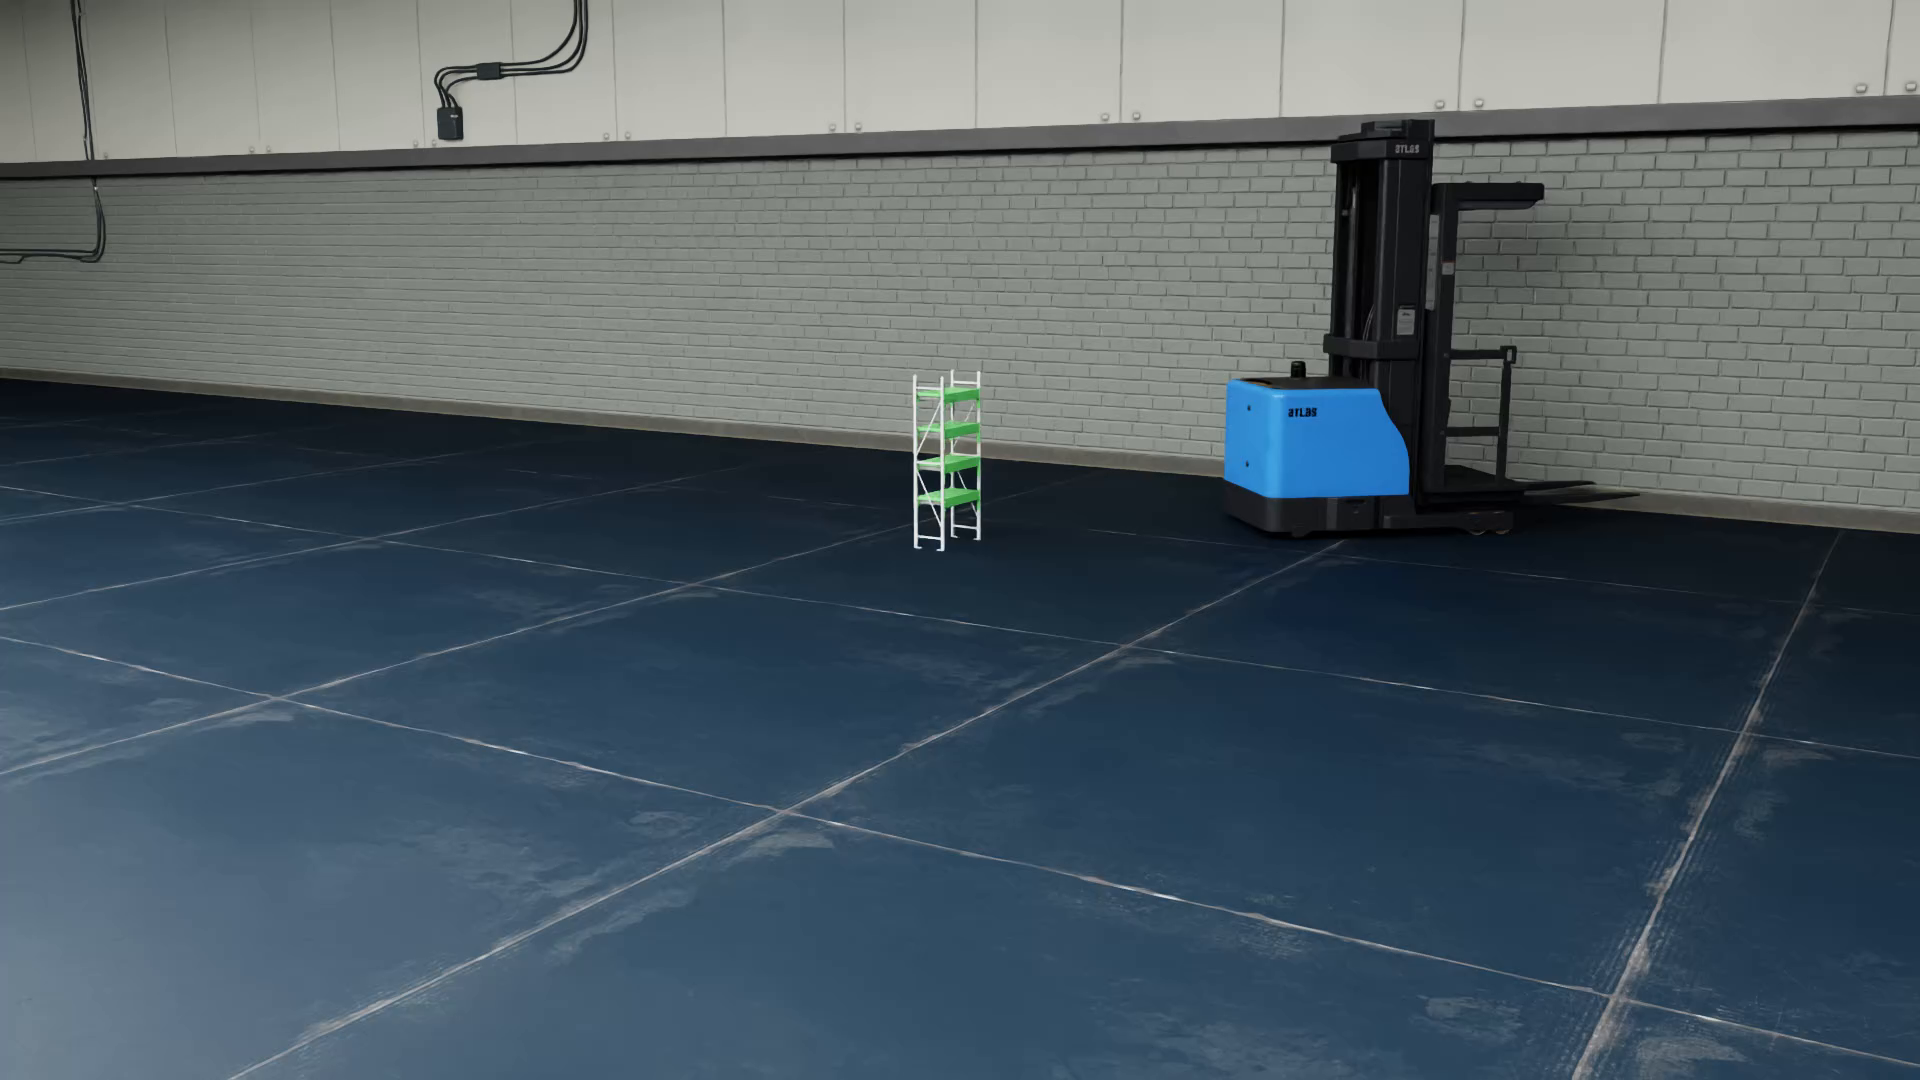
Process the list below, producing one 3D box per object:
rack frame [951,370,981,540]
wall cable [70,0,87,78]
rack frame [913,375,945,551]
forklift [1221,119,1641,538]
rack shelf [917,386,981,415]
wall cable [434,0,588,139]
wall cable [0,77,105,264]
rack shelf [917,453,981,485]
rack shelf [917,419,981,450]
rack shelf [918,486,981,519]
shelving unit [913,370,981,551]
[{"bbox_3d":[0.041,-0.602,11.824,0.240,1.200,0.015,6,12,31],"label":"rack frame"},{"bbox_3d":[-10.804,-7.403,21.669,3.097,2.526,0.112,6,12,31],"label":"wall cable"},{"bbox_3d":[-0.213,-0.525,11.414,0.240,1.200,0.015,6,12,31],"label":"rack frame"},{"bbox_3d":[3.563,-1.569,12.286,3.031,2.935,1.130,-2,11,-11],"label":"forklift"},{"bbox_3d":[-0.086,-0.973,11.543,0.258,0.148,0.480,6,12,31],"label":"rack shelf"},{"bbox_3d":[-5.011,-7.467,18.057,2.305,6.003,0.169,6,12,31],"label":"wall cable"},{"bbox_3d":[-13.116,-5.179,23.514,3.097,2.526,0.112,6,12,31],"label":"wall cable"},{"bbox_3d":[-0.086,-0.501,11.631,0.258,0.148,0.480,6,12,31],"label":"rack shelf"},{"bbox_3d":[-0.086,-0.737,11.587,0.258,0.148,0.480,6,12,31],"label":"rack shelf"},{"bbox_3d":[-0.086,-0.265,11.675,0.258,0.148,0.480,6,12,31],"label":"rack shelf"},{"bbox_3d":[-0.086,-0.564,11.619,0.258,1.200,0.503,6,12,31],"label":"shelving unit"}]
